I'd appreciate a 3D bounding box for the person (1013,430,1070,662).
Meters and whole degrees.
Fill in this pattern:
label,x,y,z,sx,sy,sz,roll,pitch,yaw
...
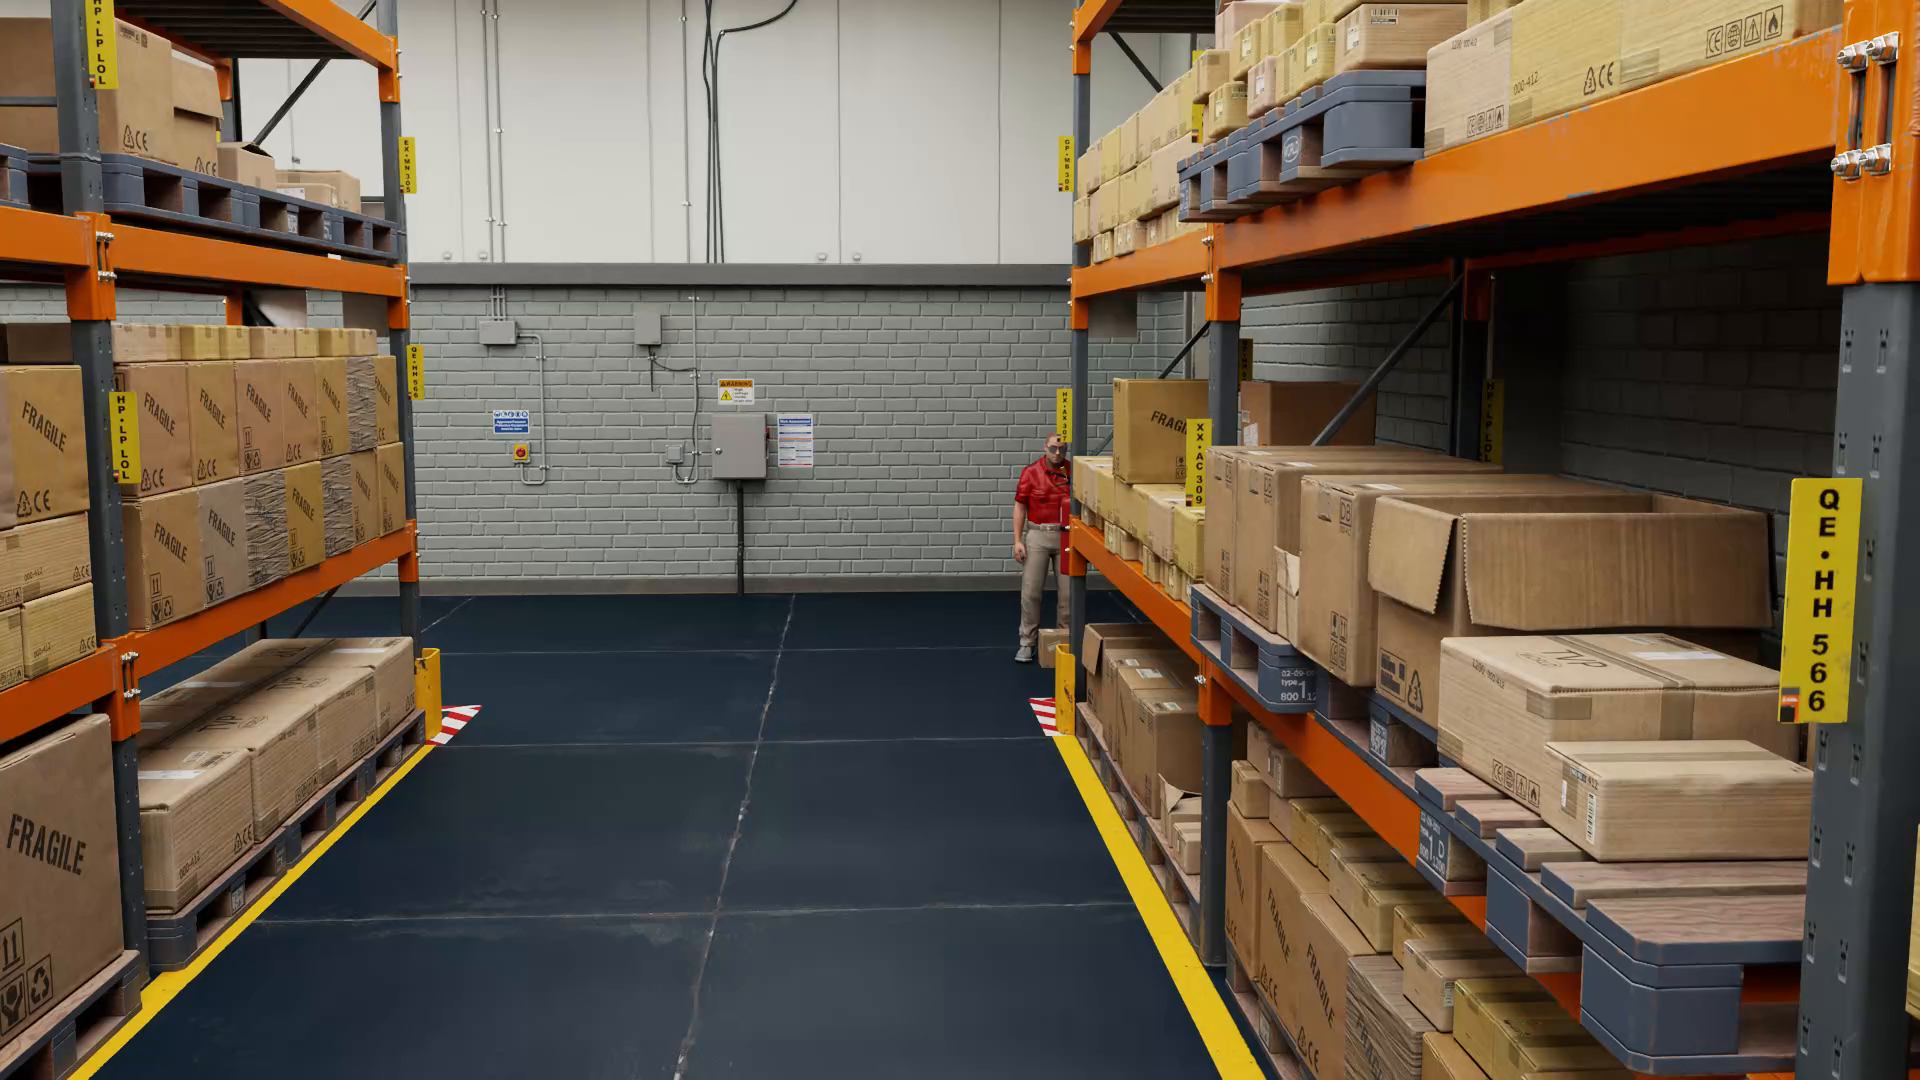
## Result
label,x,y,z,sx,sy,sz,roll,pitch,yaw
person,0.690,0.038,12.483,0.585,1.726,0.396,0,7,-4
